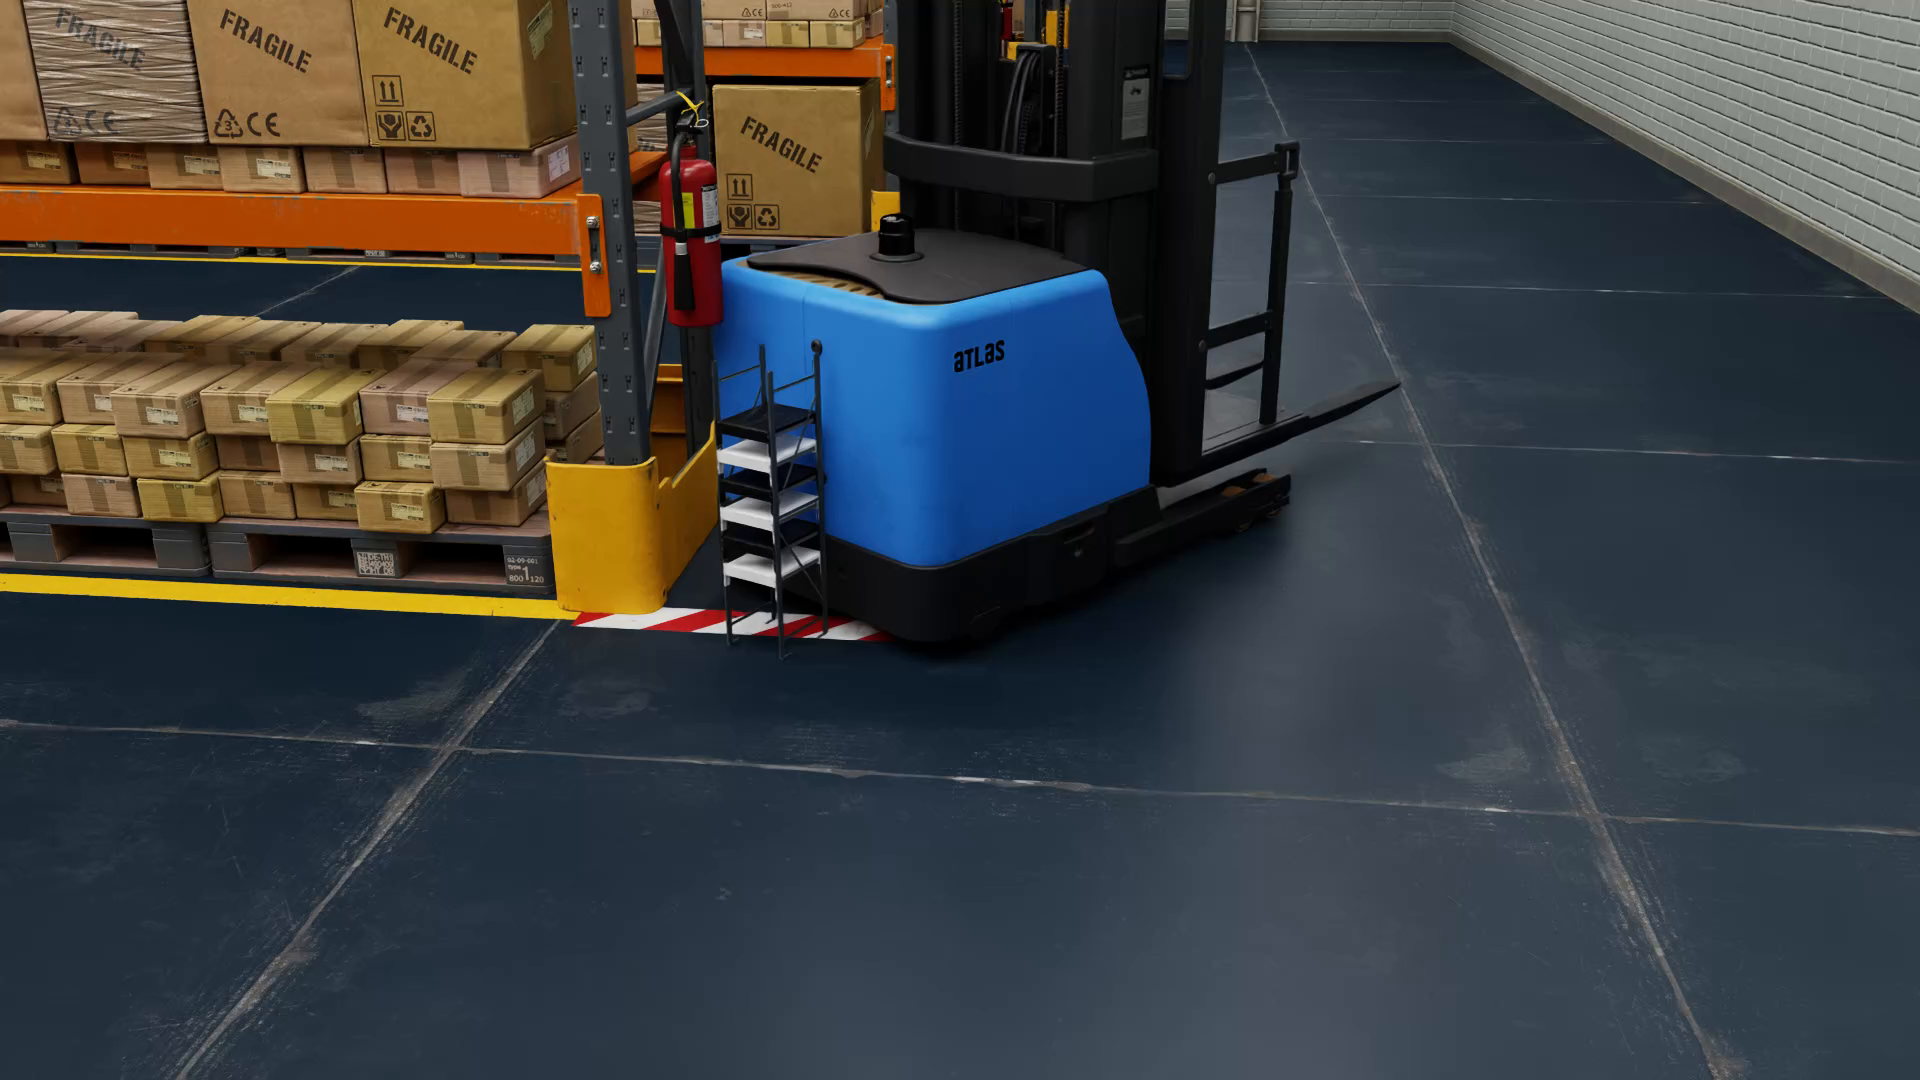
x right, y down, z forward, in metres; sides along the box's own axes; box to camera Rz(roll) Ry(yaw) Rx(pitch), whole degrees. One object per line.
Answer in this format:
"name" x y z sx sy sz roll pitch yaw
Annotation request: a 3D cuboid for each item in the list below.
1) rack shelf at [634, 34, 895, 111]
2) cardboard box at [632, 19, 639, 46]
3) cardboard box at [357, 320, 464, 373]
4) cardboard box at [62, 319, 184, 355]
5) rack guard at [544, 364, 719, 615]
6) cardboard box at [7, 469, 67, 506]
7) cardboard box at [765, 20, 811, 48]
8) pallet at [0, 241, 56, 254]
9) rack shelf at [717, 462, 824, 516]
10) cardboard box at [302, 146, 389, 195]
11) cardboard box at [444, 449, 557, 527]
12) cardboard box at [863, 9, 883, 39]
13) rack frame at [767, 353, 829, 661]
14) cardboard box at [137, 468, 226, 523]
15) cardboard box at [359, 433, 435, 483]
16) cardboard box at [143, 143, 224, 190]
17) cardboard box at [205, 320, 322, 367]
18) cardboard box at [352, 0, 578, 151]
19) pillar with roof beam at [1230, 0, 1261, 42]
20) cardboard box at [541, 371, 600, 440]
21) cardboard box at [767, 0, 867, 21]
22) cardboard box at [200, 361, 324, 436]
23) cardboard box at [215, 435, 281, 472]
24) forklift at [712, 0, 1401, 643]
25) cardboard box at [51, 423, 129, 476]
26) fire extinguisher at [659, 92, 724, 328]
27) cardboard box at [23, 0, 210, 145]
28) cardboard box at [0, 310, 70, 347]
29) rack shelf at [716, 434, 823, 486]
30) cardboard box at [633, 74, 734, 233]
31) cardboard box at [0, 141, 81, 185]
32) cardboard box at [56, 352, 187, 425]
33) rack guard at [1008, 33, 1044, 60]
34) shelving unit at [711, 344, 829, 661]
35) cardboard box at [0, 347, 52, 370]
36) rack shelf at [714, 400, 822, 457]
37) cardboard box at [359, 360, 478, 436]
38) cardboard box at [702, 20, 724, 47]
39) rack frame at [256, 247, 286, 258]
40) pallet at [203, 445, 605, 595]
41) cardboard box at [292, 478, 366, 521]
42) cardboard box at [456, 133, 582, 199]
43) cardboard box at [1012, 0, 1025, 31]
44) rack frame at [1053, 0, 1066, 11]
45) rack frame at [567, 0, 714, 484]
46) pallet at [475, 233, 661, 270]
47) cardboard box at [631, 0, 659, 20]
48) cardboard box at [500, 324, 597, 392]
"rack shelf" -2.303 -2.928 10.245 4.000 0.370 1.077 2 22 6
"cardboard box" -1.981 -3.009 9.813 0.250 0.149 0.380 3 22 6
"cardboard box" -2.004 -0.688 6.098 0.250 0.149 0.380 2 22 6
"cardboard box" -3.051 -0.688 6.098 0.250 0.149 0.380 3 22 6
"rack guard" -1.076 -0.210 5.792 0.348 0.500 1.175 2 22 6
"cardboard box" -3.086 -0.254 5.809 0.250 0.149 0.380 3 22 8
"cardboard box" -0.967 -2.965 9.701 0.250 0.149 0.380 3 22 7
"pallet" -6.279 -2.110 10.990 1.213 0.211 1.003 2 22 6
"rack shelf" -0.565 -0.165 4.977 0.200 0.077 0.258 13 25 30
"cardboard box" -1.851 -1.193 5.220 0.250 0.149 0.380 2 22 6
"cardboard box" -1.548 -0.186 5.636 0.250 0.149 0.380 3 22 7
"cardboard box" -0.630 -3.195 10.283 0.250 0.149 0.380 3 22 7
"rack frame" -0.479 -0.092 4.948 0.006 0.900 0.240 13 25 30
"cardboard box" -2.575 -0.197 5.664 0.250 0.149 0.380 2 22 4
"cardboard box" -1.812 -0.327 5.589 0.250 0.149 0.380 2 22 5
"cardboard box" -2.365 -1.218 5.283 0.250 0.149 0.380 2 22 4
"cardboard box" -2.534 -0.684 6.087 0.250 0.149 0.380 3 22 8
"cardboard box" -1.477 -1.480 5.062 0.500 0.500 0.500 3 22 7
"pillar with roof beam" 3.709 -10.019 19.041 0.400 9.000 9.100 2 22 6
"cardboard box" -1.491 -0.494 6.011 0.250 0.149 0.380 3 22 9
"cardboard box" -0.829 -3.169 9.674 0.500 0.250 0.500 2 22 5
"cardboard box" -2.321 -0.477 5.564 0.250 0.149 0.380 2 22 4
"cardboard box" -2.330 -0.367 5.690 0.250 0.149 0.380 2 22 6
"forklift" 0.577 -1.508 5.767 1.130 2.935 3.031 19 29 40
"cardboard box" -2.843 -0.353 5.656 0.250 0.149 0.380 4 22 9
"fire extinguisher" -0.805 -0.981 4.953 0.183 0.674 0.296 2 22 6
"cardboard box" -2.493 -1.522 5.170 0.500 0.500 0.500 3 22 6
"cardboard box" -3.554 -0.746 6.244 0.250 0.149 0.380 1 22 4
"rack shelf" -0.565 -0.248 4.944 0.200 0.077 0.258 13 25 30
"cardboard box" -1.865 -2.421 10.303 0.875 0.875 0.875 2 22 6
"cardboard box" -2.892 -1.257 5.381 0.250 0.149 0.380 3 22 7
"cardboard box" -2.843 -0.520 5.673 0.250 0.149 0.380 2 22 4
"rack guard" 0.777 -5.634 19.509 0.348 0.500 1.175 2 22 6
"shelving unit" -0.565 -0.112 4.998 0.210 0.900 0.258 13 25 30
"cardboard box" -3.347 -0.546 5.739 0.250 0.149 0.380 2 22 4
"rack shelf" -0.565 -0.332 4.911 0.200 0.077 0.258 13 25 30
"cardboard box" -1.799 -0.478 5.566 0.250 0.149 0.380 3 22 7
"cardboard box" -1.466 -2.987 9.758 0.250 0.149 0.380 3 22 7
"rack frame" -4.289 -3.349 10.331 0.127 3.000 1.000 2 22 6
"pallet" -1.879 -0.124 5.967 1.213 0.211 1.003 2 22 6
"cardboard box" -2.068 -0.203 5.679 0.250 0.149 0.380 2 22 6
"cardboard box" -1.358 -1.164 5.145 0.250 0.149 0.380 3 22 6
"cardboard box" 0.725 -7.628 23.983 0.500 0.500 0.700 2 22 6
"rack frame" 1.432 -8.601 23.617 0.127 3.000 1.000 2 22 6
"rack frame" -1.001 -1.369 5.324 0.127 3.000 1.000 2 22 6
"pallet" -2.328 -1.939 10.557 1.213 0.211 1.003 2 22 6
"cardboard box" -1.838 -3.213 9.786 0.500 0.250 0.500 2 22 4
"cardboard box" -1.481 -0.662 6.033 0.250 0.149 0.380 2 22 4
